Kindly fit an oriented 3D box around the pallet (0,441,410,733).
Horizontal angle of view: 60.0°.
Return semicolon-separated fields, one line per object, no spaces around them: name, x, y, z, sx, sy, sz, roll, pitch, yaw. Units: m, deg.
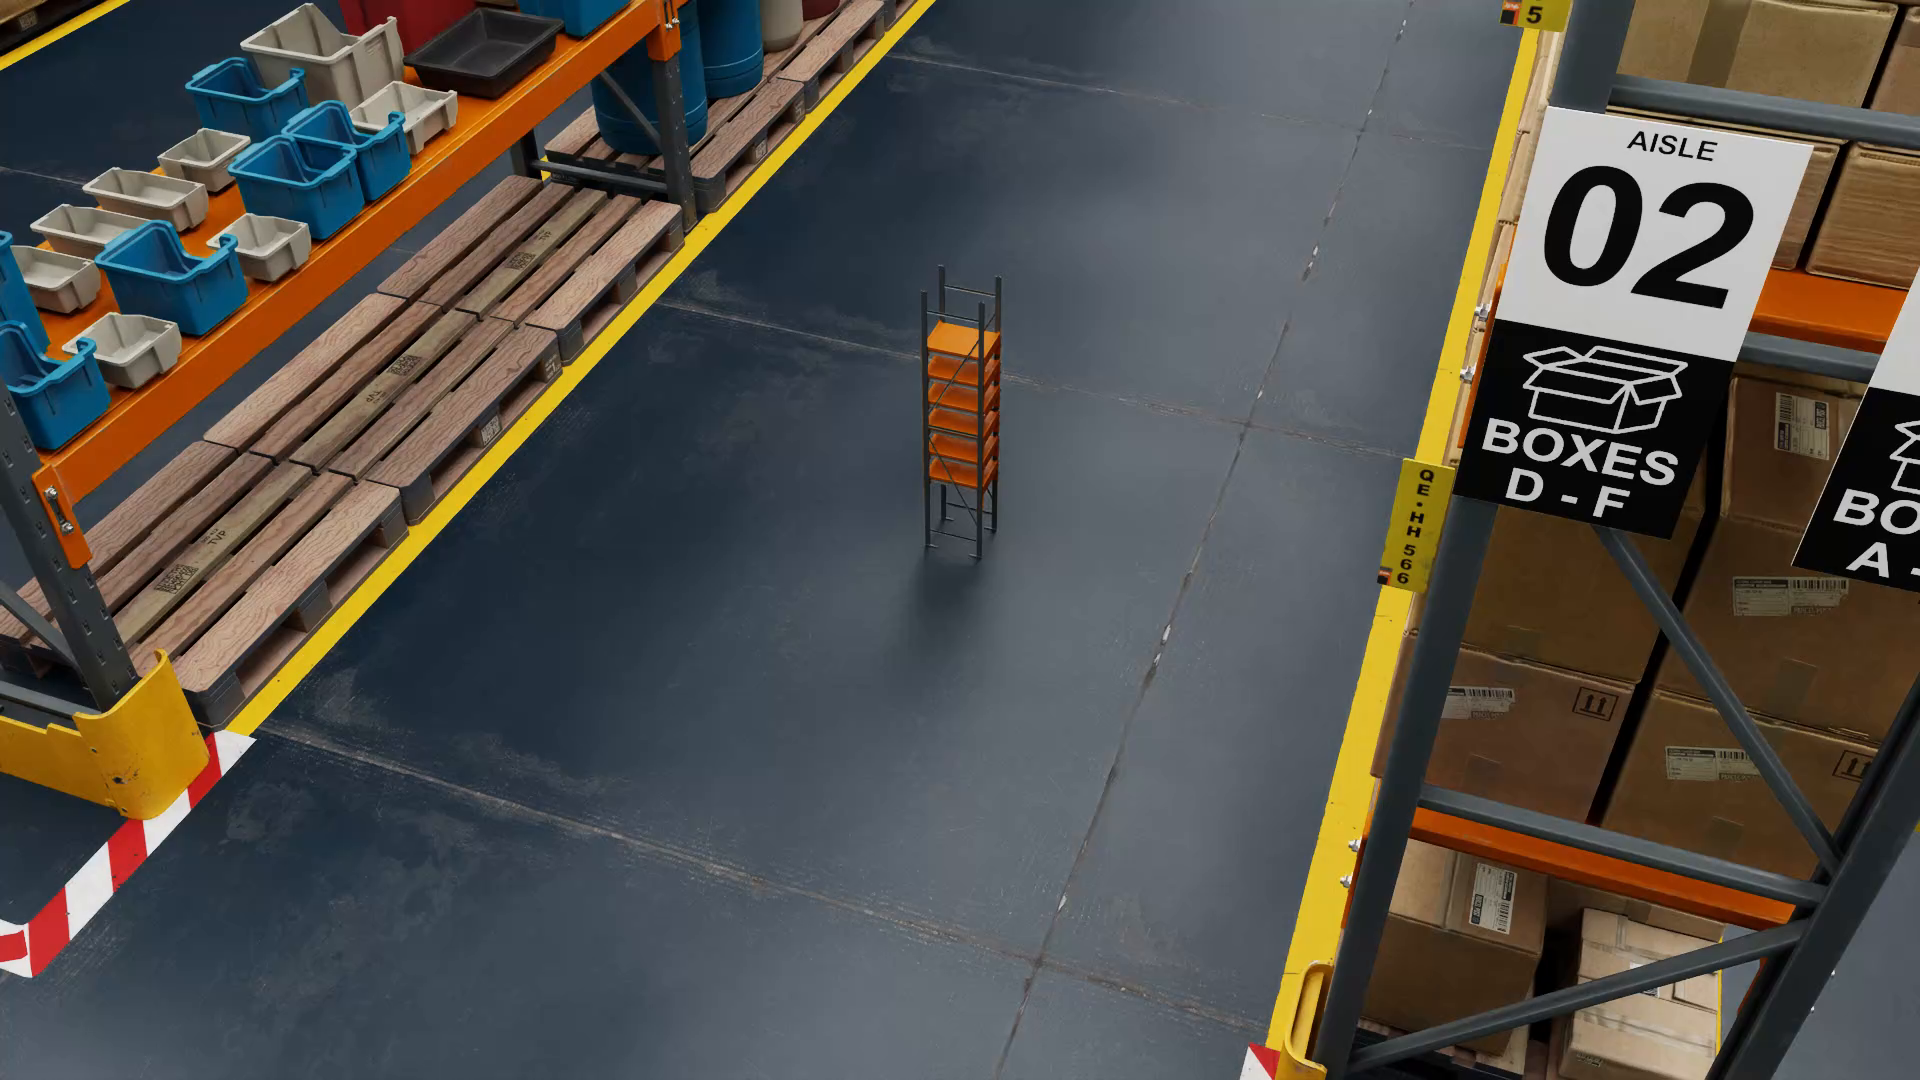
pallet;-2.909;0.137;6.427;1.003;0.211;1.213;13;42;15

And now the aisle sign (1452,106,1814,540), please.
aisle sign;1.115;-0.343;2.838;0.394;0.787;0.004;13;42;15

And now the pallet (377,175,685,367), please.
pallet;-2.074;-1.351;8.171;1.003;0.211;1.213;13;42;15

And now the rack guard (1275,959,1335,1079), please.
rack guard;1.452;1.577;4.517;1.175;0.500;0.348;13;42;15

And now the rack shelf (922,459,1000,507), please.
rack shelf;0.005;-0.249;6.556;0.258;0.103;0.180;13;42;15

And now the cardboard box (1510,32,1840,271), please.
cardboard box;1.354;-0.784;3.162;0.500;0.250;0.500;13;42;15

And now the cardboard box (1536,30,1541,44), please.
cardboard box;3.738;-3.210;9.788;0.500;0.500;0.500;15;43;17

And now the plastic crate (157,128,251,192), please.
plastic crate;-2.850;-1.423;6.264;0.298;0.136;0.250;13;42;15

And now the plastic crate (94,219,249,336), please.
plastic crate;-2.608;-0.868;5.539;0.416;0.233;0.300;13;42;15

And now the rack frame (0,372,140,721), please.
rack frame;-3.227;-0.430;4.942;1.000;3.000;0.127;13;42;15

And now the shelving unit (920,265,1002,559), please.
shelving unit;0.005;-0.465;6.371;0.258;1.200;0.189;13;42;15

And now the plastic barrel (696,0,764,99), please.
plastic barrel;-1.415;-2.991;9.237;0.600;0.901;0.708;13;42;15

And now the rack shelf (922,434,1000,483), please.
rack shelf;0.005;-0.340;6.478;0.258;0.103;0.180;13;42;15

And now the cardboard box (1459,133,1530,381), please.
cardboard box;1.665;-0.704;4.417;0.500;0.500;0.500;14;43;16

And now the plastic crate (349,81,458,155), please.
plastic crate;-2.172;-1.663;6.545;0.293;0.136;0.466;13;42;15

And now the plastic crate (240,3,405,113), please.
plastic crate;-2.555;-1.957;6.777;0.437;0.282;0.530;13;42;15

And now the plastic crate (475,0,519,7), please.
plastic crate;-2.153;-2.540;7.573;0.396;0.136;0.243;13;42;15

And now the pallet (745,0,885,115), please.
pallet;-1.141;-3.016;10.123;1.003;0.211;1.213;13;42;15

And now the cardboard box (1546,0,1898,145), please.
cardboard box;1.362;-0.972;2.998;0.500;0.250;0.500;13;42;15

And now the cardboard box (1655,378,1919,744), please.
cardboard box;1.826;0.041;3.543;0.500;0.500;0.500;15;43;16

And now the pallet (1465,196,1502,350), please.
pallet;3.037;-1.211;8.007;1.003;0.211;1.213;13;42;15

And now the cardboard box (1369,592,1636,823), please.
cardboard box;1.324;0.300;4.010;0.500;0.500;0.500;15;43;16

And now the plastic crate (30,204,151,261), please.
plastic crate;-3.006;-1.063;5.842;0.396;0.136;0.243;13;42;15

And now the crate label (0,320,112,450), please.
crate label;-2.834;-0.466;5.068;0.416;0.233;0.303;13;42;15

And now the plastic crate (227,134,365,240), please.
plastic crate;-2.383;-1.269;6.009;0.416;0.233;0.300;13;42;15

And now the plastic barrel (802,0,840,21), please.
plastic barrel;-1.029;-3.560;10.146;0.600;0.588;0.708;13;42;15

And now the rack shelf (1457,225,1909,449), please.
rack shelf;2.110;-1.415;4.341;1.077;0.370;4.000;13;42;15

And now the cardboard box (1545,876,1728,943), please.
cardboard box;2.050;0.977;5.073;0.500;0.250;0.500;13;42;15

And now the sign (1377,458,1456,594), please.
sign;0.911;-0.024;3.332;0.100;0.325;0.005;13;42;15

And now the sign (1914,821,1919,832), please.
sign;1.936;0.463;3.229;0.100;0.325;0.005;13;42;15

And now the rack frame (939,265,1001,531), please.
rack frame;0.036;-0.521;6.436;0.240;1.200;0.006;13;42;15

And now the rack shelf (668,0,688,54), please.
rack shelf;-1.176;-3.815;9.465;1.077;0.370;4.000;13;42;15

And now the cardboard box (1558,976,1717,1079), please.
cardboard box;1.892;1.410;4.644;0.380;0.149;0.250;13;42;15

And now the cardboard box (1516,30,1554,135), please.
cardboard box;2.016;-1.333;5.154;0.500;0.500;0.500;12;42;14

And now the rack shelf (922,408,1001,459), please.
rack shelf;0.005;-0.431;6.400;0.258;0.103;0.180;13;42;15

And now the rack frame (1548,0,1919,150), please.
rack frame;1.426;-1.610;1.704;1.000;3.000;0.127;13;42;15

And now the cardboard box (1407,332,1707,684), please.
cardboard box;1.320;-0.079;3.684;0.500;0.500;0.500;13;42;15

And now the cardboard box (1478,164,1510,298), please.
cardboard box;2.693;-1.349;7.607;0.500;0.500;0.500;13;42;15

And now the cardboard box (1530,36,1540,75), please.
cardboard box;3.388;-2.584;9.055;0.500;0.500;0.500;13;42;15

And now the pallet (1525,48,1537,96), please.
pallet;3.871;-2.700;9.752;1.003;0.211;1.213;13;42;15

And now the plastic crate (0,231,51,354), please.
plastic crate;-3.288;-0.712;5.199;0.616;0.435;0.499;13;42;15
